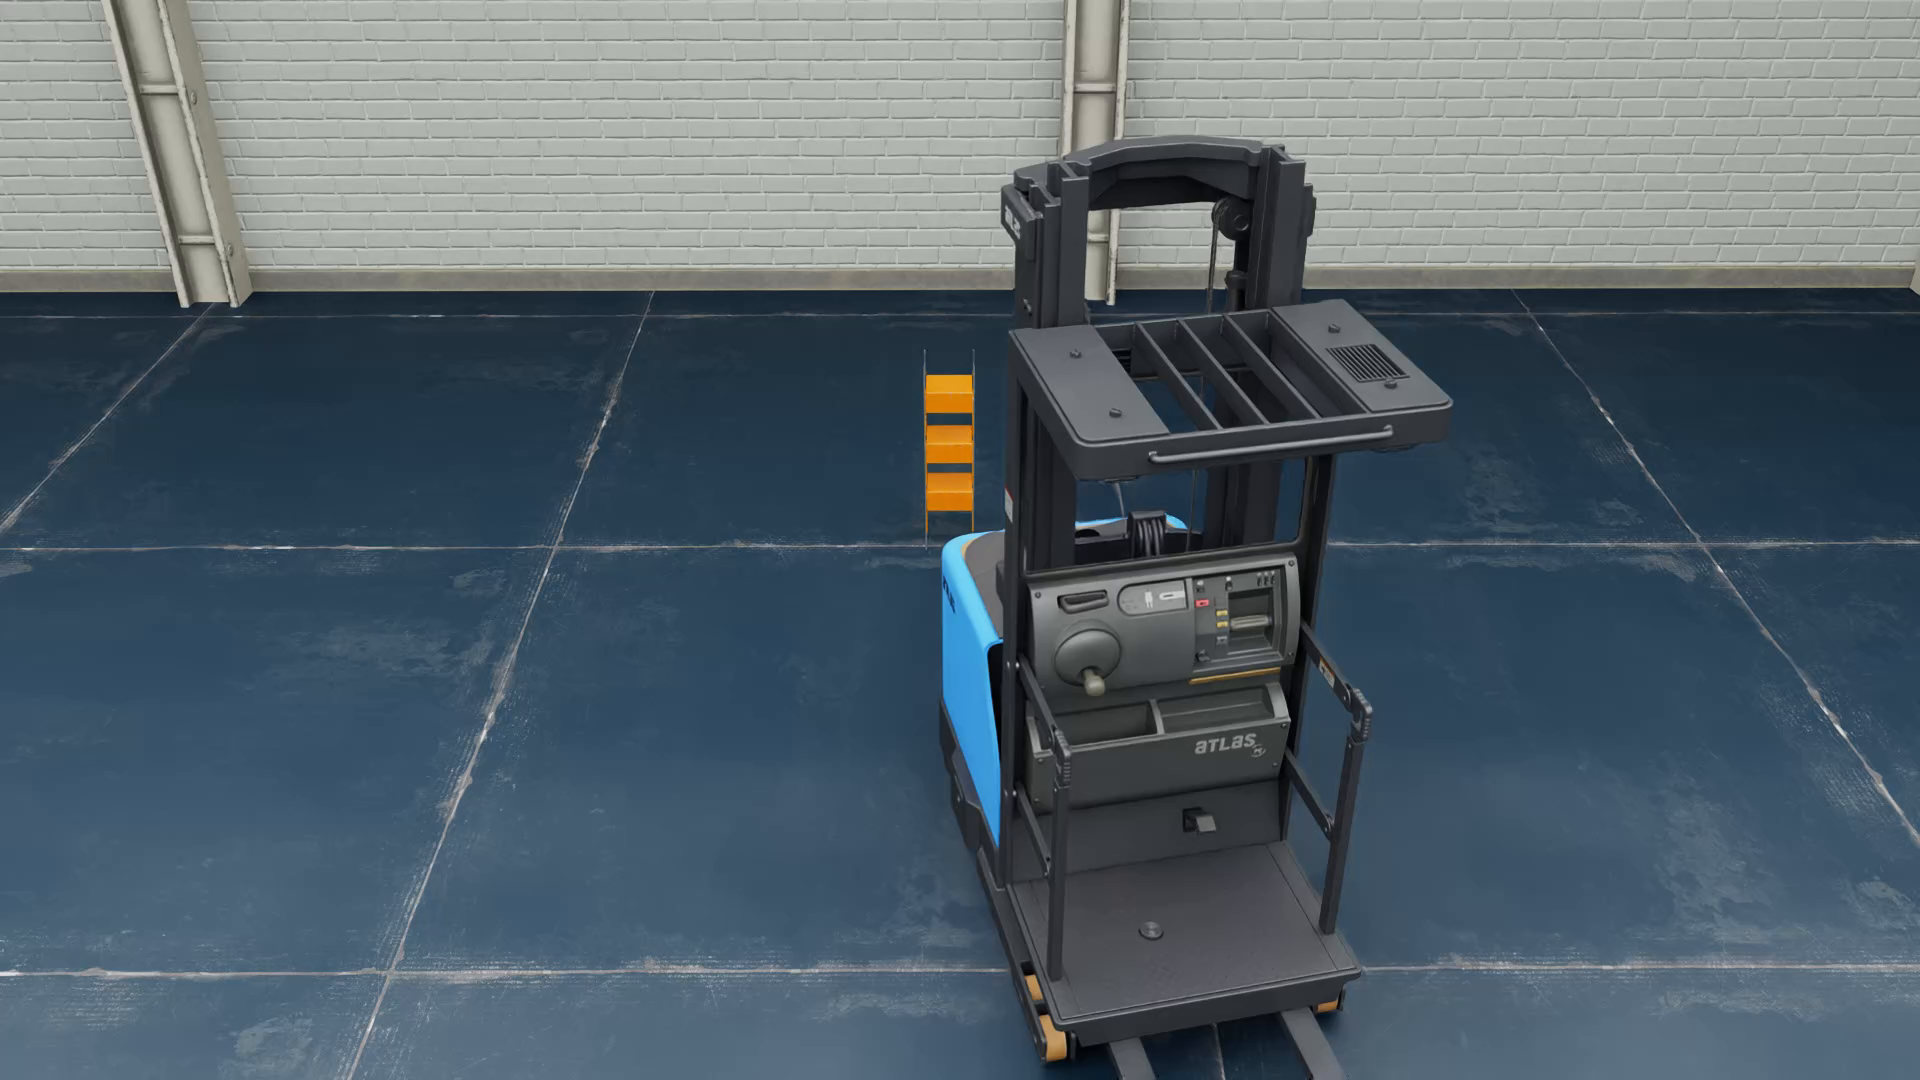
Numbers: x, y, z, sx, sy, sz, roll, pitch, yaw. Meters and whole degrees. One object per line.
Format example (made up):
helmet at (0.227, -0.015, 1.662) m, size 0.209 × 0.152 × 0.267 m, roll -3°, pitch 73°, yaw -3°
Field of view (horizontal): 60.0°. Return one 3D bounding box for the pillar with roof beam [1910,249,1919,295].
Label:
pillar with roof beam at (6.891, -3.324, 5.554) m, size 0.400 × 9.000 × 9.100 m, roll 0°, pitch 31°, yaw 0°

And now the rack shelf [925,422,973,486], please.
rack shelf at (-0.054, -0.440, 8.483) m, size 0.240 × 0.259 × 0.215 m, roll 0°, pitch 31°, yaw 0°

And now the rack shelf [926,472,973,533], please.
rack shelf at (-0.054, -0.202, 8.627) m, size 0.240 × 0.259 × 0.215 m, roll 0°, pitch 31°, yaw 0°

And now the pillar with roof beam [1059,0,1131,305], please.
pillar with roof beam at (0.891, -3.306, 5.523) m, size 0.400 × 9.000 × 9.100 m, roll 0°, pitch 31°, yaw 0°

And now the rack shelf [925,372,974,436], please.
rack shelf at (-0.054, -0.682, 8.336) m, size 0.240 × 0.259 × 0.215 m, roll 0°, pitch 31°, yaw 0°

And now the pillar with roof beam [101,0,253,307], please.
pillar with roof beam at (-5.109, -3.287, 5.492) m, size 0.400 × 9.000 × 9.100 m, roll 0°, pitch 31°, yaw 0°

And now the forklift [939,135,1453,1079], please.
forklift at (0.739, 0.338, 5.367) m, size 1.130 × 2.935 × 3.031 m, roll -7°, pitch 32°, yaw -11°

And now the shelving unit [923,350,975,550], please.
shelving unit at (-0.054, -0.449, 8.477) m, size 0.252 × 1.050 × 0.215 m, roll 0°, pitch 31°, yaw 0°

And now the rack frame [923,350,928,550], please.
rack frame at (-0.176, -0.448, 8.477) m, size 0.008 × 1.050 × 0.200 m, roll 0°, pitch 31°, yaw 0°

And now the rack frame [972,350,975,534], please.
rack frame at (0.068, -0.449, 8.478) m, size 0.008 × 1.050 × 0.200 m, roll 0°, pitch 31°, yaw 0°
